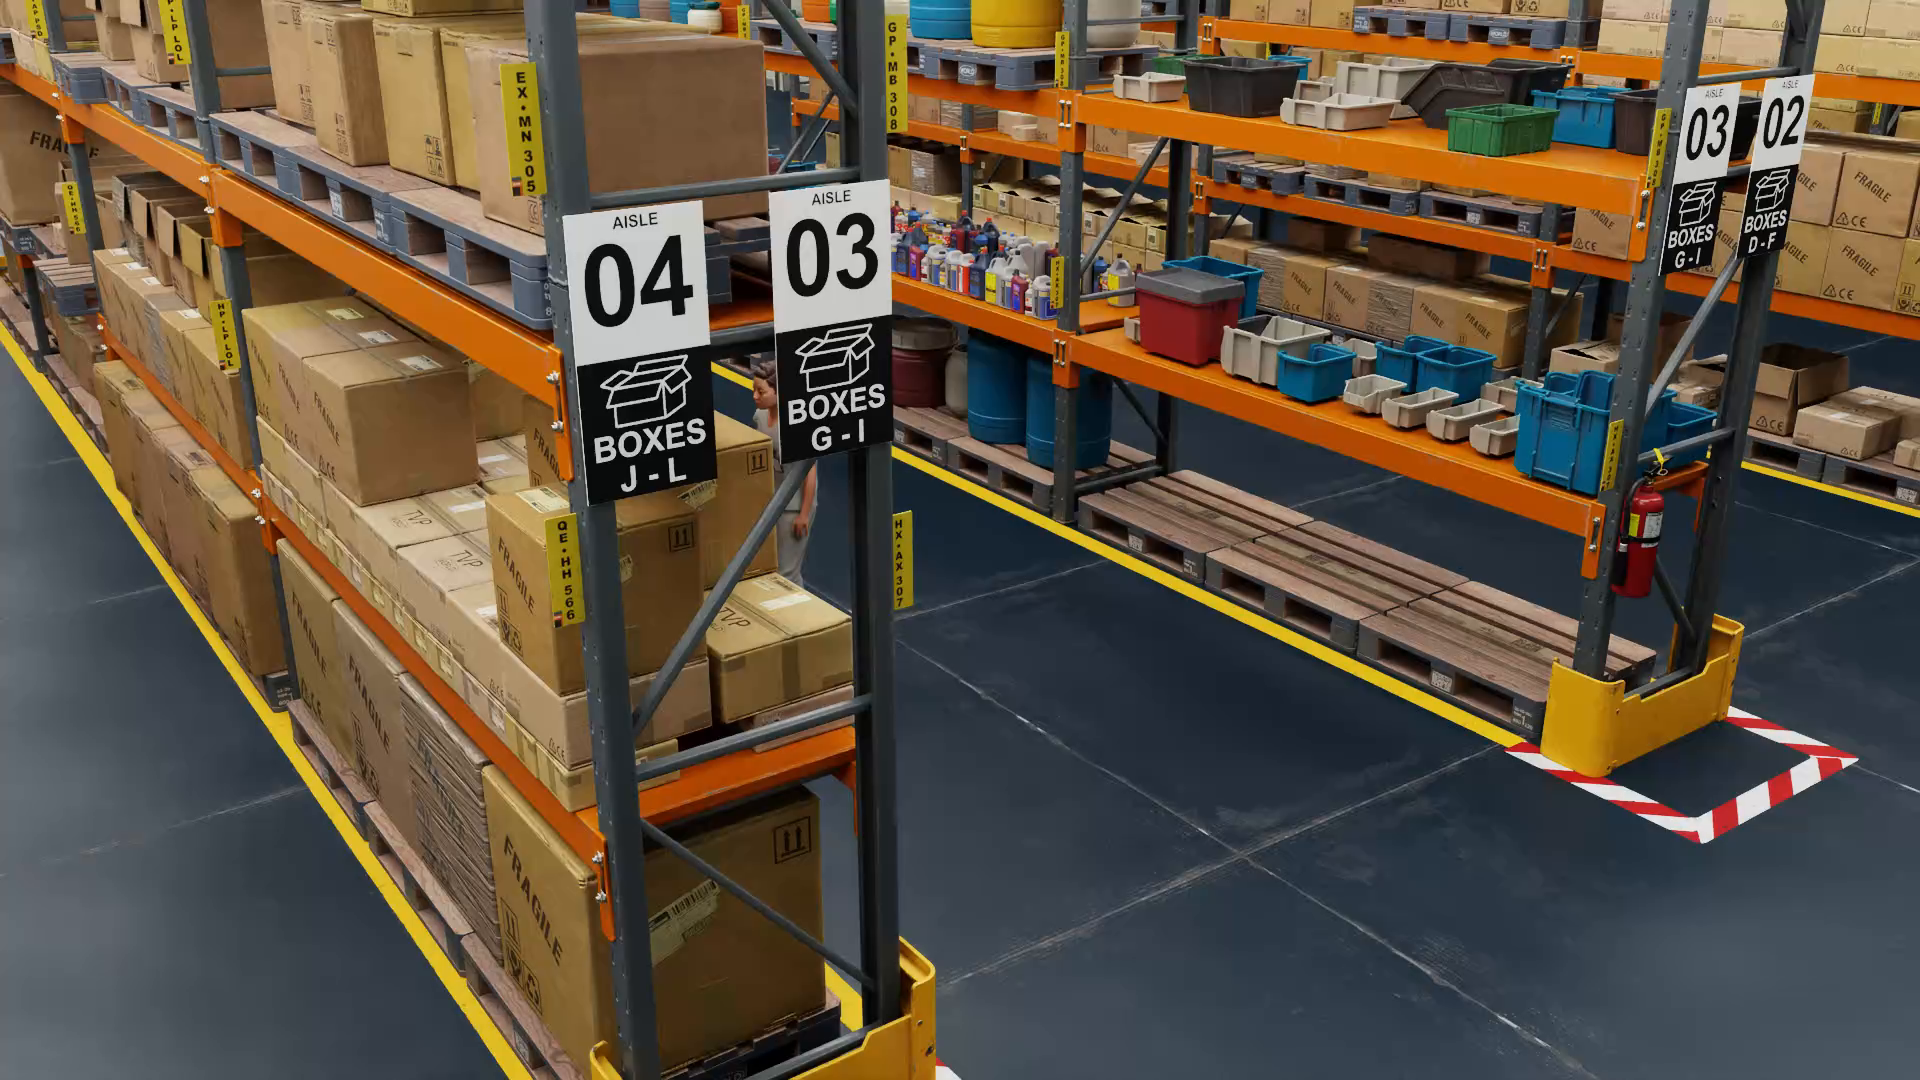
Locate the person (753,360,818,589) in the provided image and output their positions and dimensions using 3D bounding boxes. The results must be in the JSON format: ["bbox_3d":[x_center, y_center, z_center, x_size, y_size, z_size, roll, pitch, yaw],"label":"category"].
[{"bbox_3d":[-0.991,-0.173,9.030,0.415,1.671,0.514,-17,27,-36],"label":"person"}]
